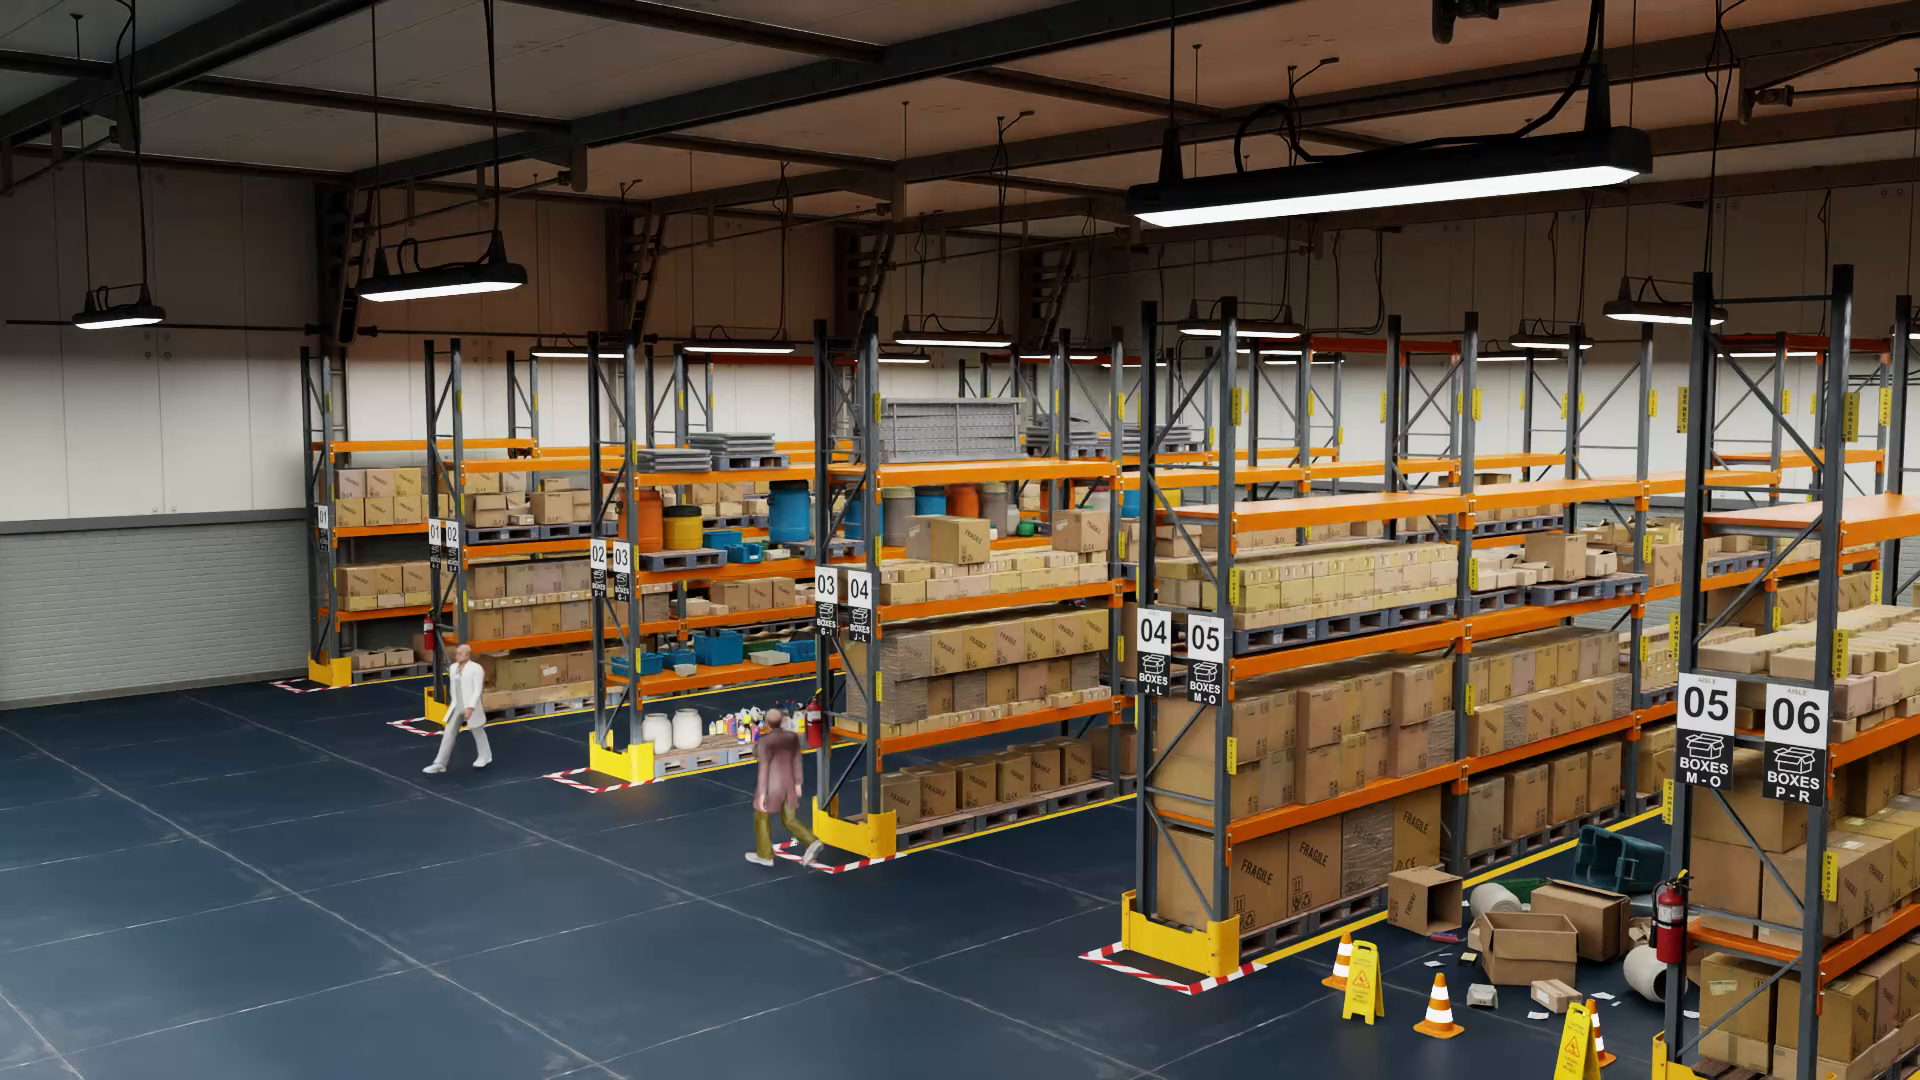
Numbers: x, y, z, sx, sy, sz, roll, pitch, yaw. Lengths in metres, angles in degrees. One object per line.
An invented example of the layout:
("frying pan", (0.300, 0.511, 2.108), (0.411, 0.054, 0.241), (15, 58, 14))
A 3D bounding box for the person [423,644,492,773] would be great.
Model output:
("person", (-6.776, 2.288, 22.612), (0.600, 1.729, 1.103), (1, 5, 16))

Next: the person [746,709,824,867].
("person", (-1.926, 2.700, 18.053), (1.003, 1.739, 0.641), (4, 6, 39))
